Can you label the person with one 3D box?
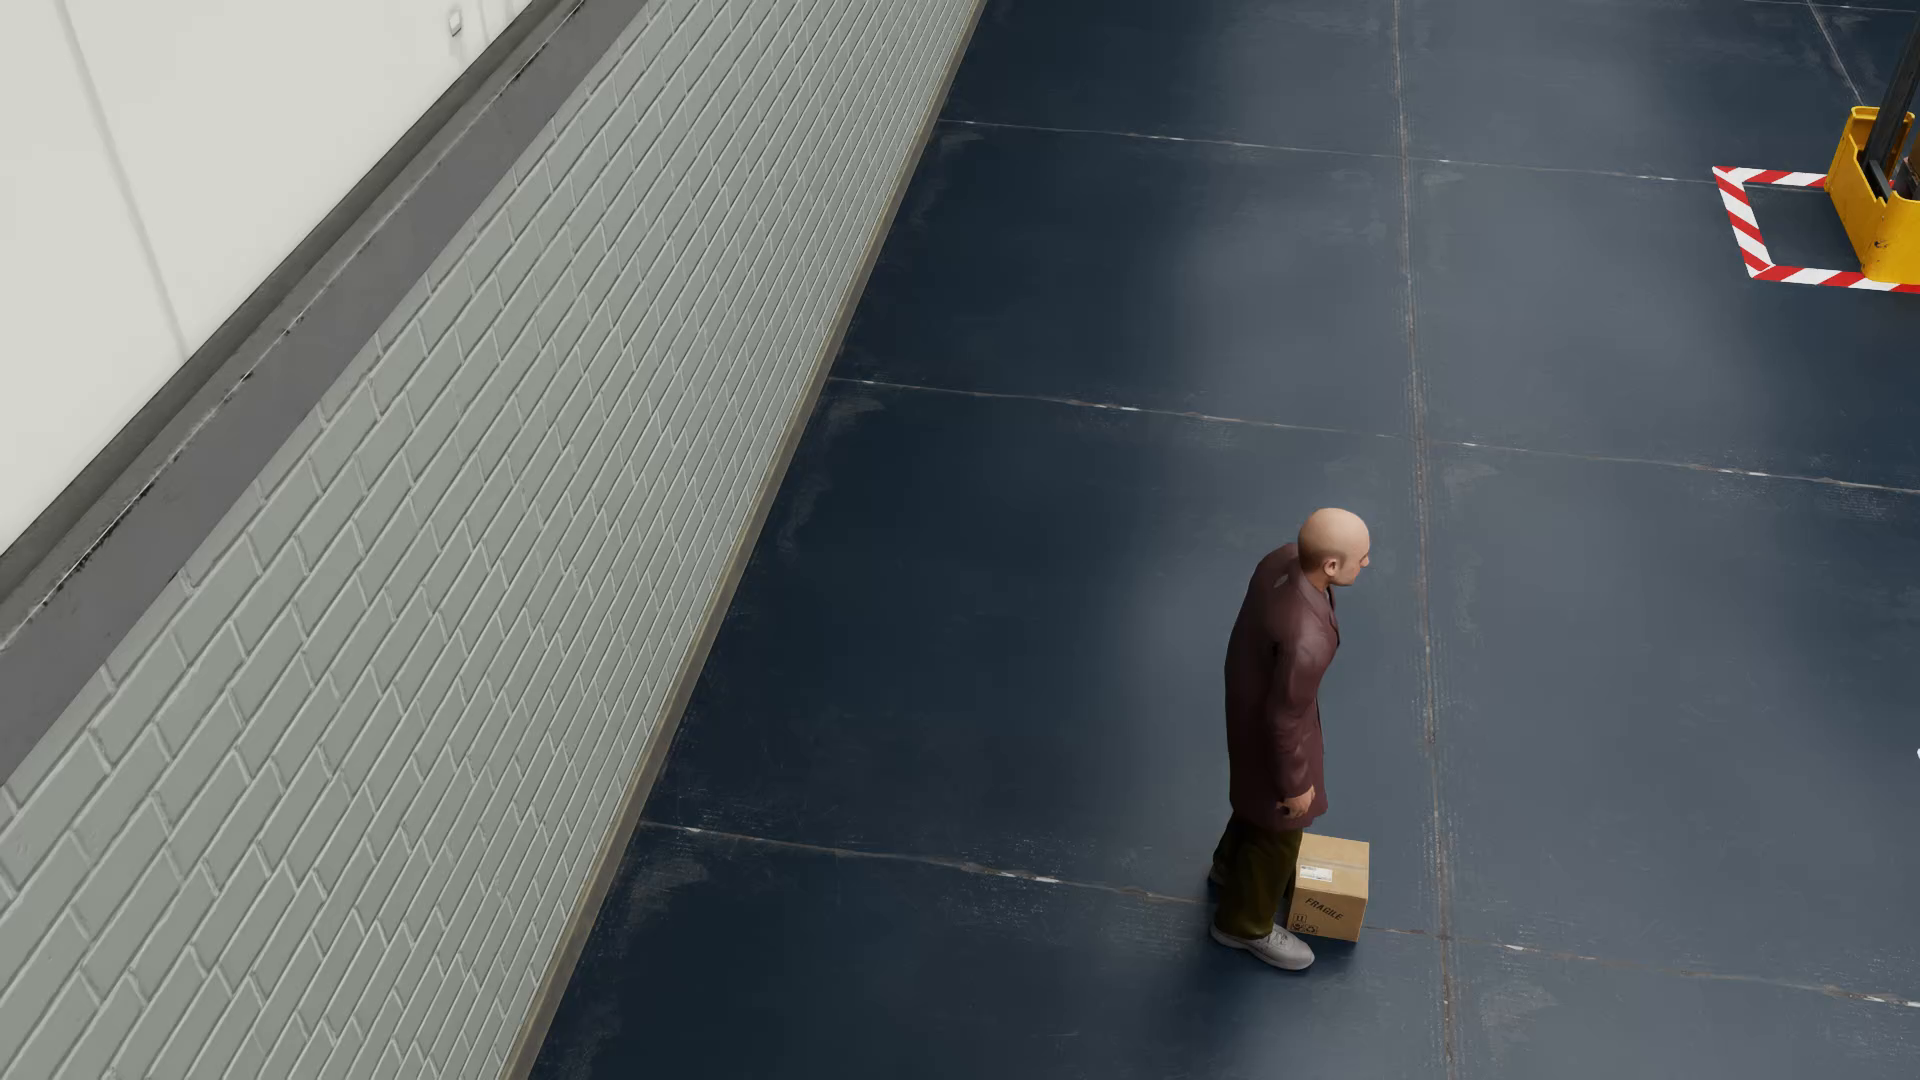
[{"bbox_3d":[1.059,0.615,5.436,0.429,1.772,0.649,4,40,5],"label":"person"}]
